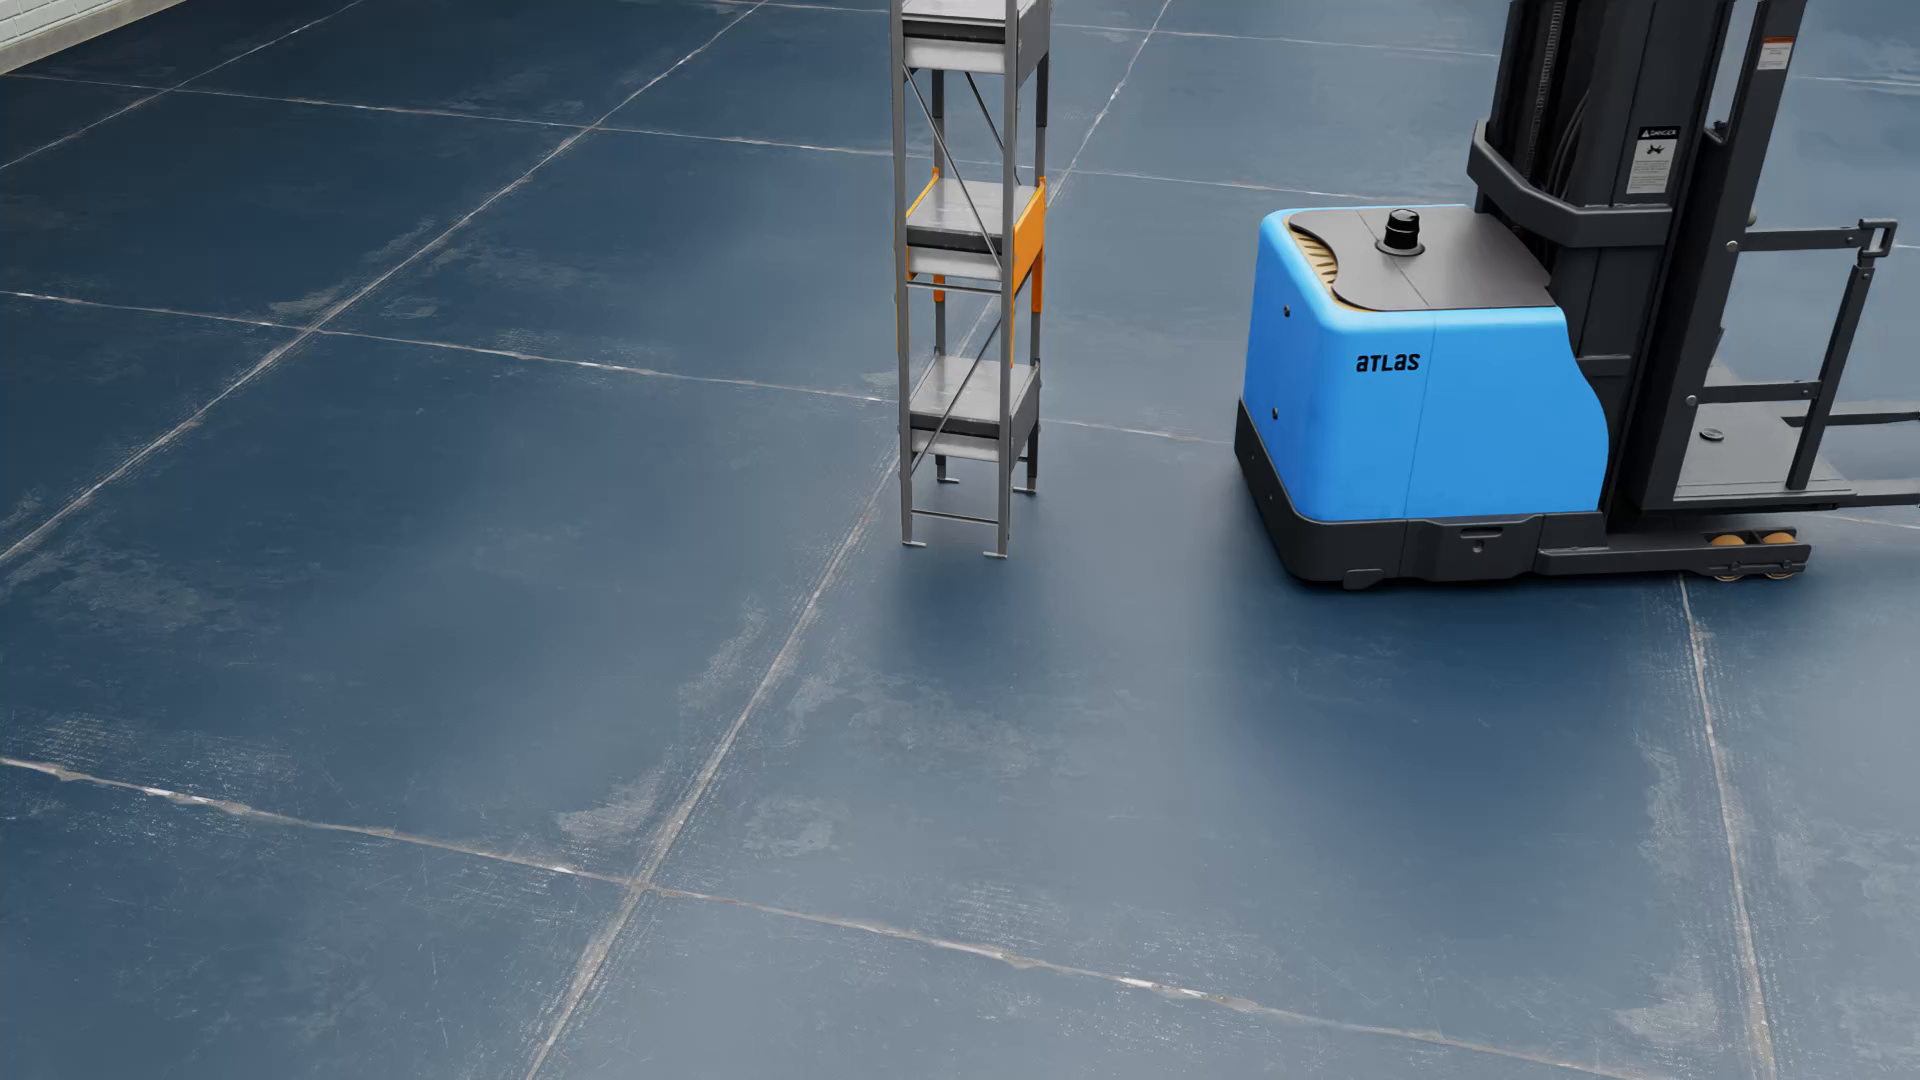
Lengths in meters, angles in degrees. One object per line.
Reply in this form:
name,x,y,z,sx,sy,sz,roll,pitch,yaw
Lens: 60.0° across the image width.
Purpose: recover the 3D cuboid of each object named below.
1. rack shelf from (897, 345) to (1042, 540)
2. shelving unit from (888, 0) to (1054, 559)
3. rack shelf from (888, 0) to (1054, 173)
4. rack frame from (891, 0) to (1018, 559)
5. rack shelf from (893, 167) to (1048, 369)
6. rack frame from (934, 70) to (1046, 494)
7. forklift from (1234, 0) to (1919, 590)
rack shelf,0.042,-0.370,6.205,0.431,0.518,0.480,8,33,12
shelving unit,0.042,-0.972,5.822,0.431,2.100,0.503,8,33,12
rack shelf,0.042,-1.551,5.454,0.431,0.518,0.480,8,33,12
rack frame,-0.020,-0.845,5.623,0.400,2.100,0.015,8,33,12
rack shelf,0.042,-0.960,5.829,0.431,0.518,0.480,8,33,12
rack frame,0.104,-1.099,6.021,0.400,2.100,0.015,8,33,12
forklift,2.644,-1.369,5.672,3.031,2.935,1.130,-2,33,-4
